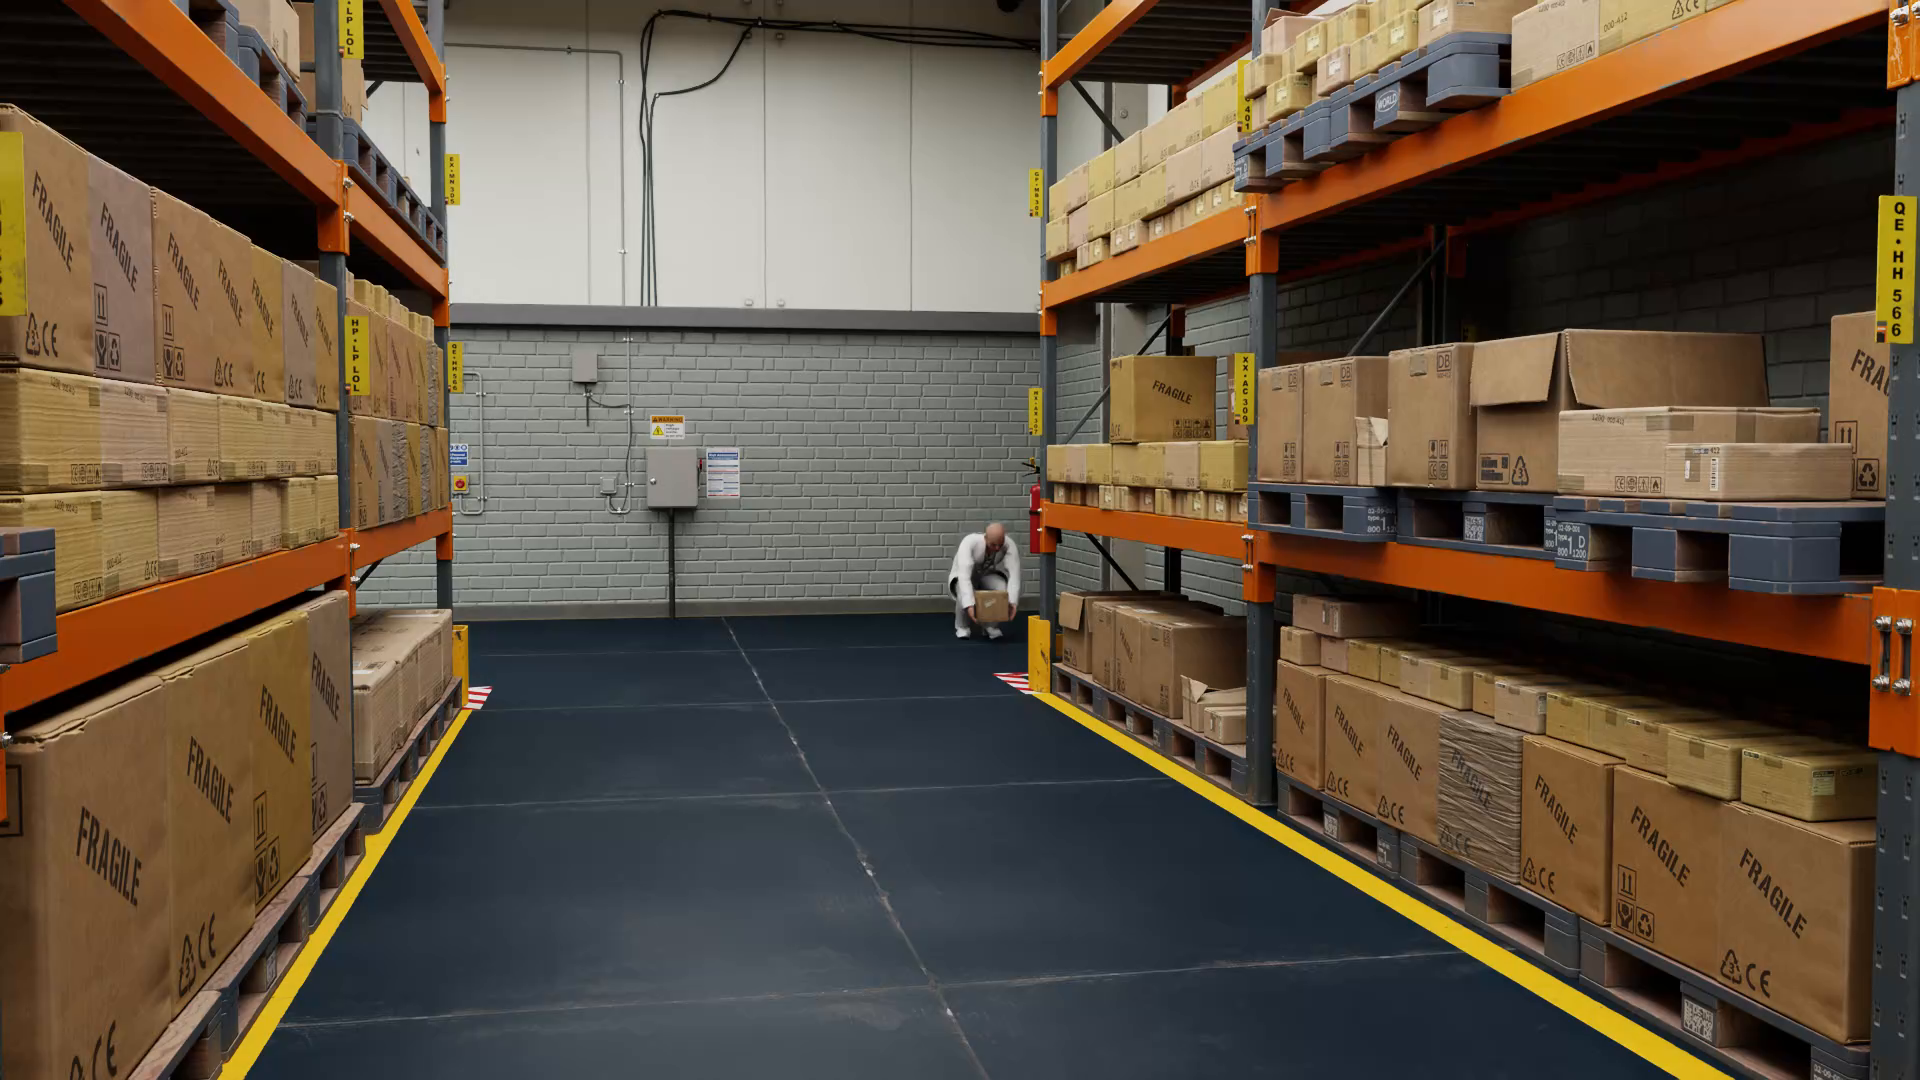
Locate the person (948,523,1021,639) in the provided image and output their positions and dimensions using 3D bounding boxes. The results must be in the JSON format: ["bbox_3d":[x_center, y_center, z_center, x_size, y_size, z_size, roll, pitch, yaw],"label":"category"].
[{"bbox_3d":[0.209,0.367,14.783,0.612,1.029,0.895,-1,3,-12],"label":"person"}]
